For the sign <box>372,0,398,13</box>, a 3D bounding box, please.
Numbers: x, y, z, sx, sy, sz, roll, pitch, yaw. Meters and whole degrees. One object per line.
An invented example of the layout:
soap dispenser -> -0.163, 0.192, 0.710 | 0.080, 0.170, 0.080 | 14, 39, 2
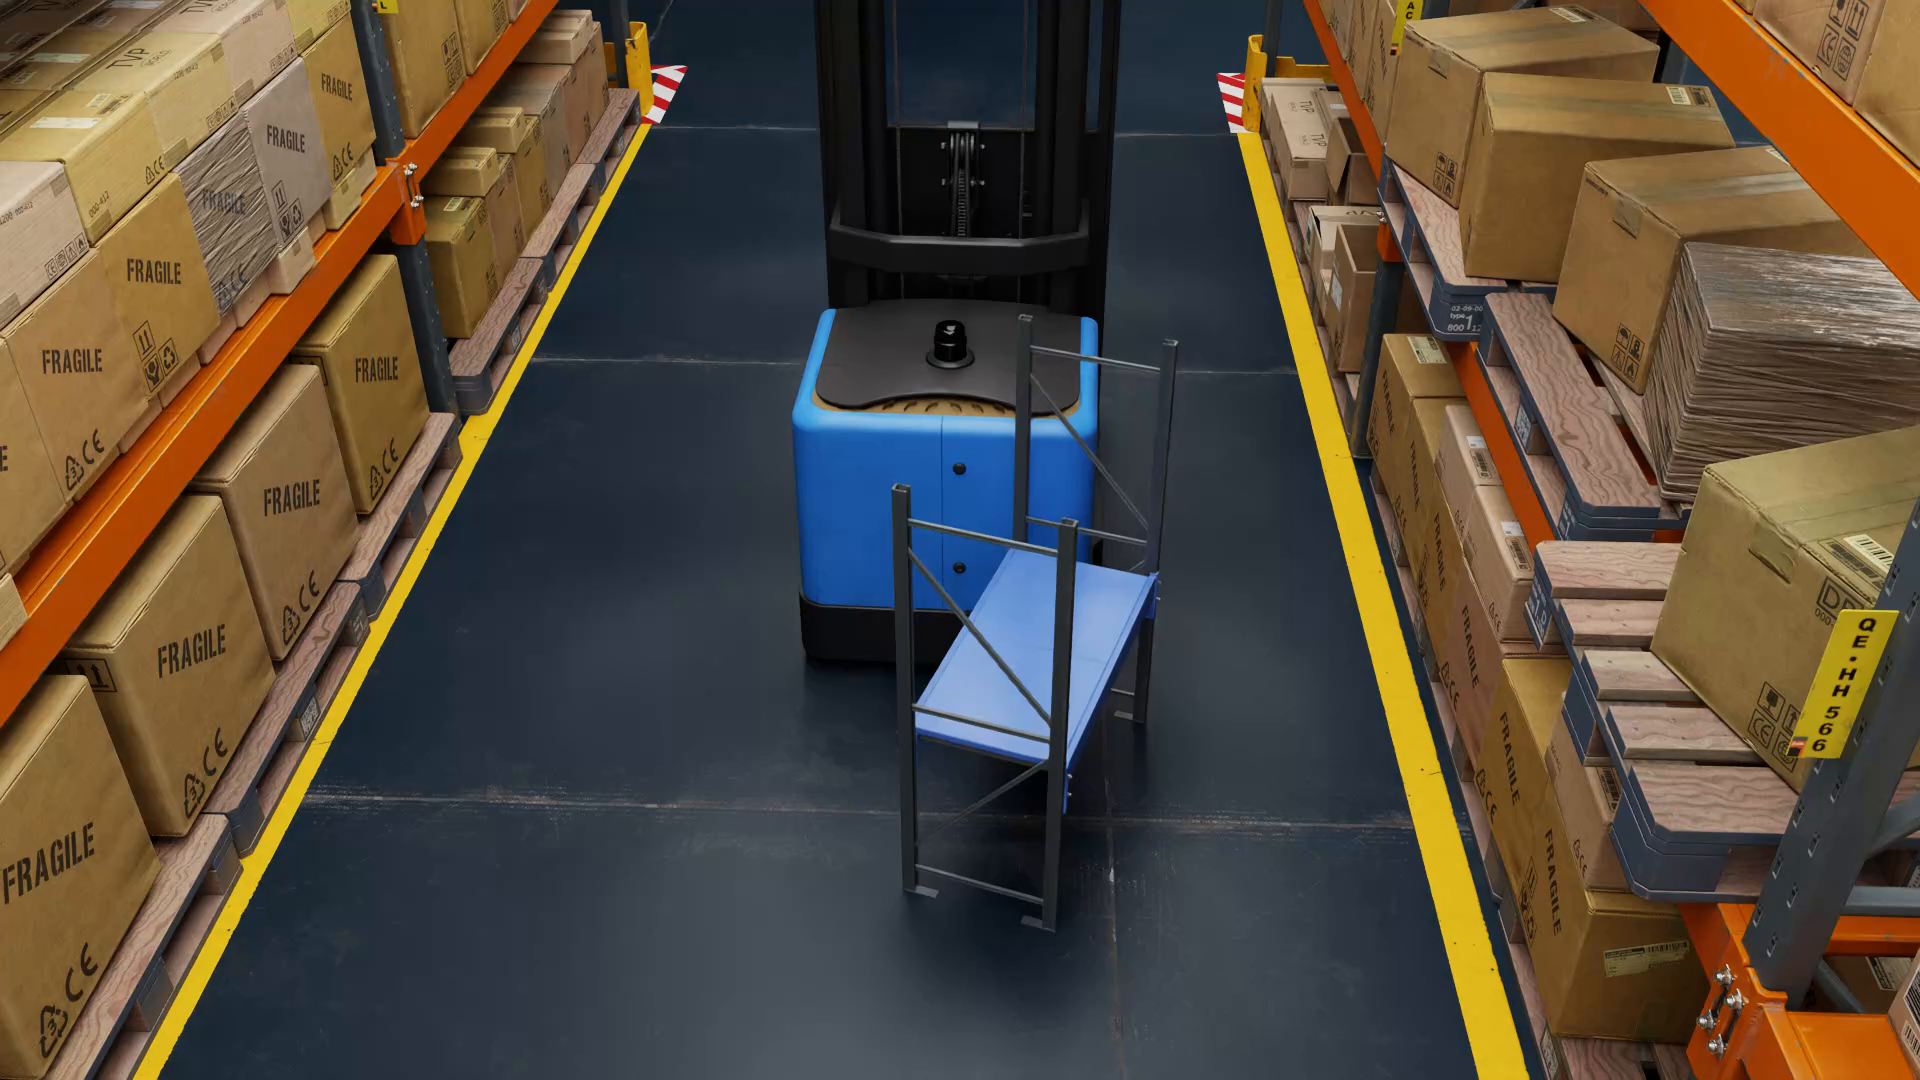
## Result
sign -> -2.194, -2.146, 6.256 | 0.100, 0.325, 0.005 | 1, 35, 2

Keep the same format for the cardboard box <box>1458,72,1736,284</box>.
cardboard box -> 2.007, -1.148, 5.323 | 0.700, 0.500, 0.500 | 7, 36, 9

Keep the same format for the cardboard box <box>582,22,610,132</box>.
cardboard box -> -2.504, -2.754, 9.869 | 0.700, 0.500, 0.500 | 1, 35, 2

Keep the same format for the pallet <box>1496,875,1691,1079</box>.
pallet -> 2.121, 1.412, 4.558 | 1.003, 0.211, 1.213 | 1, 35, 2

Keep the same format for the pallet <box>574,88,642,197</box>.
pallet -> -2.530, -2.407, 9.992 | 1.003, 0.211, 1.213 | 1, 35, 2

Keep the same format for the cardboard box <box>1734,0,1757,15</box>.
cardboard box -> 2.078, -1.412, 3.455 | 0.910, 0.500, 0.500 | 1, 35, 2

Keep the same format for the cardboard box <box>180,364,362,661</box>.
cardboard box -> -2.665, -0.116, 5.811 | 0.750, 0.750, 0.750 | 2, 35, 3

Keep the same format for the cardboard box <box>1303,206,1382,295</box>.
cardboard box -> 1.983, -1.444, 8.151 | 0.500, 0.311, 0.500 | 1, 35, 2

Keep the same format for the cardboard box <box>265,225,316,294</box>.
cardboard box -> -2.461, -0.970, 5.722 | 0.380, 0.149, 0.250 | 1, 35, 2

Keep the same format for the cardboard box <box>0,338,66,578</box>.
cardboard box -> -2.591, -0.158, 4.003 | 0.500, 0.500, 0.500 | 2, 35, 3

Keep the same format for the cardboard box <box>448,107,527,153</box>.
cardboard box -> -2.387, -2.046, 8.296 | 0.380, 0.149, 0.250 | 0, 35, 1

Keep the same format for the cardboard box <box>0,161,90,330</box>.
cardboard box -> -2.584, -0.742, 4.182 | 0.500, 0.250, 0.500 | 2, 35, 2

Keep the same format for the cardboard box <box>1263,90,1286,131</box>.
cardboard box -> 2.004, -2.542, 9.839 | 0.380, 0.166, 0.250 | 1, 35, 2

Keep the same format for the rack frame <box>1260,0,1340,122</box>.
rack frame -> 2.374, -3.897, 9.687 | 1.000, 3.000, 0.127 | 1, 35, 2

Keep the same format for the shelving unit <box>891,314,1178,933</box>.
shelving unit -> 0.238, 0.249, 5.091 | 0.538, 1.500, 1.048 | 12, 37, 17

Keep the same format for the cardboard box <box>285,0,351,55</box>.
cardboard box -> -2.499, -1.915, 5.850 | 0.500, 0.250, 0.500 | 2, 35, 3

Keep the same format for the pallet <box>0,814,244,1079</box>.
pallet -> -2.790, 1.276, 4.750 | 1.003, 0.211, 1.213 | 1, 35, 2

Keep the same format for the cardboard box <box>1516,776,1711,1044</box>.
cardboard box -> 1.856, 0.999, 4.511 | 0.500, 0.500, 0.500 | 3, 35, 4

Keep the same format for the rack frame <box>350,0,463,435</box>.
rack frame -> -2.736, -1.711, 6.576 | 1.000, 3.000, 0.127 | 1, 35, 2

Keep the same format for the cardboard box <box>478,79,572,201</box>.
cardboard box -> -2.543, -2.178, 9.049 | 0.700, 0.500, 0.500 | 0, 35, 0

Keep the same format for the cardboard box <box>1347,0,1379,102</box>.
cardboard box -> 1.997, -2.229, 7.226 | 0.500, 0.500, 0.500 | 2, 35, 3

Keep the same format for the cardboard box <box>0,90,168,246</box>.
cardboard box -> -2.570, -1.035, 4.599 | 0.500, 0.250, 0.500 | 1, 35, 1

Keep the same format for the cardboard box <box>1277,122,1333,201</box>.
cardboard box -> 2.029, -2.072, 9.098 | 0.500, 0.250, 0.500 | 1, 35, 2

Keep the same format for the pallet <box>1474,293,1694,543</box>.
pallet -> 2.126, -0.340, 4.792 | 1.003, 0.211, 1.213 | 1, 35, 2

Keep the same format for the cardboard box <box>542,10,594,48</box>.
cardboard box -> -2.327, -2.942, 9.571 | 0.380, 0.149, 0.250 | 1, 35, 1

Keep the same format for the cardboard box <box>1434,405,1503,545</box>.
cardboard box -> 1.910, -0.216, 5.588 | 0.500, 0.250, 0.500 | 1, 35, 2

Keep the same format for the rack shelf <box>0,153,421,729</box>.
rack shelf -> -2.817, -0.268, 5.148 | 1.077, 0.370, 4.000 | 1, 35, 2

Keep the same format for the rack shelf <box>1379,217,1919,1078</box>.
rack shelf -> 2.133, -0.156, 4.988 | 1.077, 0.370, 4.000 | 1, 35, 2

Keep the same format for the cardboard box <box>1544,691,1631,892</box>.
cardboard box -> 1.854, 0.660, 4.342 | 0.500, 0.250, 0.500 | 3, 35, 4

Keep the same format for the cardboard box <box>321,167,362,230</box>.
cardboard box -> -2.453, -1.270, 6.150 | 0.380, 0.149, 0.250 | 2, 35, 3

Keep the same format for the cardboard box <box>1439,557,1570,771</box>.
cardboard box -> 1.892, 0.400, 5.363 | 0.500, 0.500, 0.500 | 0, 35, 0

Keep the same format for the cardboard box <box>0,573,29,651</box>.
cardboard box -> -2.538, 0.202, 4.055 | 0.380, 0.149, 0.250 | 2, 35, 3

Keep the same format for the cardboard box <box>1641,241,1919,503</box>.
cardboard box -> 2.193, -0.399, 4.257 | 0.700, 0.500, 0.500 | 8, 36, 11

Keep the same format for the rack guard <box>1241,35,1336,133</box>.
rack guard -> 2.371, -2.831, 10.343 | 1.175, 0.500, 0.348 | 1, 35, 2

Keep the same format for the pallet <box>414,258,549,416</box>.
pallet -> -2.628, -1.006, 7.997 | 1.003, 0.211, 1.213 | 1, 35, 2

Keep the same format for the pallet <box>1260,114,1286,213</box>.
pallet -> 2.340, -2.255, 9.775 | 1.003, 0.211, 1.213 | 1, 35, 2

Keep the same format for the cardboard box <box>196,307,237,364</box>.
cardboard box -> -2.562, -0.687, 5.320 | 0.380, 0.149, 0.250 | 0, 35, 1

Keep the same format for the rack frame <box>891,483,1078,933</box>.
rack frame -> 0.060, 0.523, 4.702 | 0.500, 1.500, 0.032 | 12, 37, 17

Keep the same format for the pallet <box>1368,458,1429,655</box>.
pallet -> 2.219, 0.010, 6.552 | 1.003, 0.211, 1.213 | 1, 35, 2

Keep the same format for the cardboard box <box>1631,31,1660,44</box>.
cardboard box -> 2.506, -1.927, 6.796 | 0.500, 0.500, 0.500 | 2, 35, 3

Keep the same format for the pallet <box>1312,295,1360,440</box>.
pallet -> 2.242, -0.853, 7.780 | 1.003, 0.211, 1.213 | 1, 35, 2

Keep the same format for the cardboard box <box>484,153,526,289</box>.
cardboard box -> -2.580, -1.576, 8.193 | 0.700, 0.500, 0.500 | 1, 35, 1

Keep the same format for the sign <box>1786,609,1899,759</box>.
sign -> 1.510, 0.251, 2.847 | 0.100, 0.325, 0.005 | 1, 35, 2

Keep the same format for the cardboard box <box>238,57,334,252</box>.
cardboard box -> -2.514, -1.318, 5.653 | 0.500, 0.500, 0.500 | 2, 35, 2

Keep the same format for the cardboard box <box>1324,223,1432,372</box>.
cardboard box -> 1.953, -1.090, 7.484 | 0.500, 0.500, 0.500 | 1, 35, 2

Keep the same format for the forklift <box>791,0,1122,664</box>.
forklift -> 0.043, -1.561, 6.422 | 1.130, 2.935, 3.031 | 2, 35, 3

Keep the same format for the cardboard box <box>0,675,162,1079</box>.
cardboard box -> -2.736, 0.875, 4.401 | 0.750, 0.750, 0.750 | 1, 35, 1

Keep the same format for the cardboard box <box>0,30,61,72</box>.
cardboard box -> -3.044, -1.342, 5.035 | 0.500, 0.250, 0.500 | 0, 35, 0

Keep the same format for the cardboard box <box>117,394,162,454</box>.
cardboard box -> -2.602, -0.384, 4.889 | 0.380, 0.149, 0.250 | 2, 35, 2

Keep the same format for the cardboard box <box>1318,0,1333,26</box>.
cardboard box -> 2.033, -2.817, 8.063 | 0.500, 0.500, 0.500 | 2, 35, 3

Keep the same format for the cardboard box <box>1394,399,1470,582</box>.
cardboard box -> 1.940, -0.177, 6.185 | 0.500, 0.500, 0.500 | 2, 35, 3

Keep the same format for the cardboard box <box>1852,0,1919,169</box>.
cardboard box -> 2.037, -0.821, 2.613 | 0.910, 0.500, 0.500 | 1, 35, 2

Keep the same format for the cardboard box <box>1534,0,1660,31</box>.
cardboard box -> 2.514, -2.313, 6.476 | 0.500, 0.500, 0.500 | 2, 35, 3

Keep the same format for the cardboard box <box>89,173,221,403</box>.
cardboard box -> -2.557, -0.742, 4.834 | 0.500, 0.500, 0.500 | 2, 35, 3

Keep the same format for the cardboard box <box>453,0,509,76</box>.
cardboard box -> -2.663, -2.565, 7.530 | 0.980, 0.700, 0.700 | 0, 35, 1

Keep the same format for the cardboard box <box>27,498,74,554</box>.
cardboard box -> -2.650, -0.094, 4.477 | 0.380, 0.149, 0.250 | 2, 35, 3
